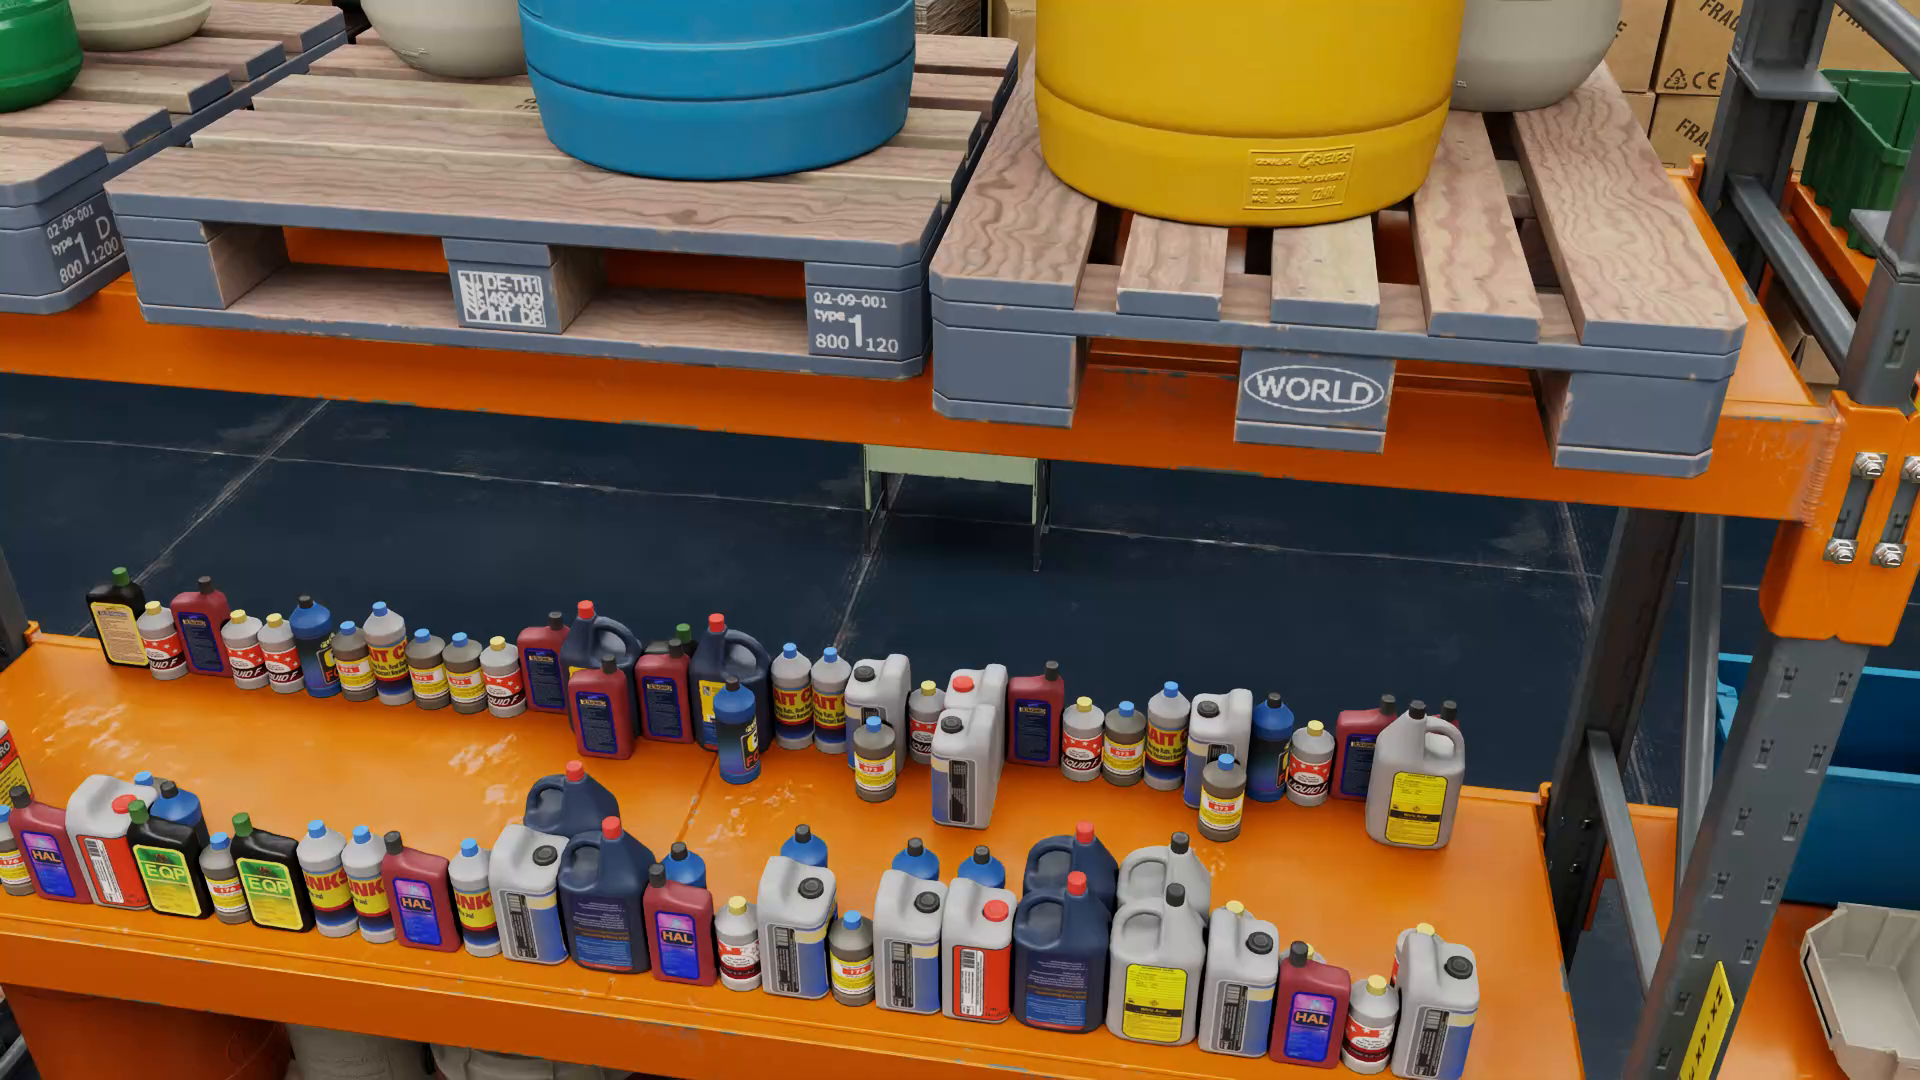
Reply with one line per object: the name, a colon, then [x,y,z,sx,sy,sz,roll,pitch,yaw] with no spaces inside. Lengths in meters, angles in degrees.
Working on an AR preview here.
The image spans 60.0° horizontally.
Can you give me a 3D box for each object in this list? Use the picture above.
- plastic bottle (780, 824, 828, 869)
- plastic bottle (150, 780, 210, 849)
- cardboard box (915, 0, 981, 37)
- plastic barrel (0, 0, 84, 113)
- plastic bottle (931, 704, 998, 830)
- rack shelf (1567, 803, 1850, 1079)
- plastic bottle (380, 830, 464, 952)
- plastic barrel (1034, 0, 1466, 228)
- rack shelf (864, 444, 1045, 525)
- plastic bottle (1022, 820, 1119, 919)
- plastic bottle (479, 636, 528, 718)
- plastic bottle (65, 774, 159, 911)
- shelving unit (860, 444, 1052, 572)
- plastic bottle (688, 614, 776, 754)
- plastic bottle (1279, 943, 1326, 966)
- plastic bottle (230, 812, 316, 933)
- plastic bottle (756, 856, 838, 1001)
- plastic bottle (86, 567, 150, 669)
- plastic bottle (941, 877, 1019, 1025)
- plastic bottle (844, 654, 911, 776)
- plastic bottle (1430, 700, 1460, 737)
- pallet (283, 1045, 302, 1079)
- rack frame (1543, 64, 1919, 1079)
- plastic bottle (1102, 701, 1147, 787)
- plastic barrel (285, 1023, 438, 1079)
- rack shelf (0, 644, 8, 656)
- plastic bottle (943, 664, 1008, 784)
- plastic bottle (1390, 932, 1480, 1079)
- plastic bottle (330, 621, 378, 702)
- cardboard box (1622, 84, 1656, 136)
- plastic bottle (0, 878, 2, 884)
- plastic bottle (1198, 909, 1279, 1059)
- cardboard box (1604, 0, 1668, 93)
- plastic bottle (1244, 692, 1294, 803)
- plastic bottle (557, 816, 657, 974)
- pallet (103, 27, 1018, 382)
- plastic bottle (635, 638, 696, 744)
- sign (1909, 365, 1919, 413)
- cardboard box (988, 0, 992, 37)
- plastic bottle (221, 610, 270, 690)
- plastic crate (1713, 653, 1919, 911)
plastic bottle: [-0.318,0.699,3.428,0.097,0.271,0.097,0,32,0]
plastic bottle: [-1.654,0.627,3.543,0.097,0.271,0.097,0,32,0]
cardboard box: [-0.256,-2.301,7.610,0.500,0.500,0.700,11,34,17]
plastic barrel: [-1.596,-0.838,2.686,0.294,0.245,0.294,0,32,0]
plastic bottle: [0.010,0.496,3.747,0.135,0.276,0.152,5,32,8]
rack shelf: [3.312,1.171,3.230,4.000,0.370,1.077,5,32,8]
plastic bottle: [-1.099,0.715,3.391,0.133,0.283,0.061,5,32,8]
plastic barrel: [0.407,-0.817,2.328,0.600,0.588,0.600,0,32,0]
rack shelf: [-0.007,-0.360,7.026,0.720,0.370,0.431,5,32,8]
plastic bottle: [0.222,0.706,3.342,0.185,0.351,0.144,5,32,8]
plastic bottle: [-1.122,0.329,4.085,0.097,0.201,0.097,0,32,0]
plastic bottle: [-1.774,0.632,3.530,0.135,0.276,0.152,5,32,8]
shelving unit: [-0.007,-0.636,6.853,0.755,1.500,0.431,5,32,8]
plastic bottle: [-0.541,0.331,3.941,0.185,0.351,0.144,5,32,8]
plastic bottle: [0.658,0.866,3.227,0.097,0.201,0.097,0,32,0]
plastic bottle: [-1.422,0.685,3.438,0.133,0.283,0.061,5,32,8]
plastic bottle: [-0.321,0.764,3.320,0.135,0.276,0.152,5,32,8]
plastic bottle: [-2.132,0.193,4.225,0.133,0.283,0.061,5,32,8]
plastic bottle: [0.041,0.796,3.267,0.135,0.276,0.152,5,32,8]
plastic bottle: [-0.193,0.396,3.907,0.135,0.276,0.152,5,32,8]
plastic bottle: [1.051,0.481,3.764,0.133,0.283,0.061,5,32,8]
pallet: [-1.818,1.561,4.557,1.213,0.211,1.003,5,32,8]
rack frame: [1.341,0.688,3.324,0.127,3.000,1.000,5,32,8]
plastic bottle: [0.382,0.465,3.867,0.097,0.201,0.097,0,32,0]
plastic barrel: [-1.545,1.245,4.382,0.421,0.512,0.421,0,32,0]
rack shelf: [-4.574,0.457,4.371,4.000,0.370,1.077,5,32,8]
plastic bottle: [0.036,0.417,3.874,0.135,0.276,0.152,5,32,8]
plastic bottle: [0.898,0.874,3.143,0.135,0.276,0.152,5,32,8]
plastic bottle: [-1.506,0.294,4.140,0.097,0.201,0.097,0,32,0]
cardboard box: [2.634,-1.757,7.136,0.500,0.500,0.500,6,33,9]
plastic bottle: [-2.120,0.617,3.558,0.097,0.271,0.097,0,32,0]
plastic bottle: [0.538,0.841,3.196,0.135,0.276,0.152,5,32,8]
cardboard box: [2.595,-2.180,6.869,0.500,0.500,0.500,6,33,9]
plastic bottle: [0.707,0.465,3.801,0.097,0.271,0.097,0,32,0]
plastic bottle: [-0.706,0.699,3.352,0.185,0.351,0.144,5,32,8]
pallet: [-0.567,-0.622,2.768,1.213,0.211,1.003,5,32,8]
plastic bottle: [-0.702,0.355,3.965,0.133,0.283,0.061,5,32,8]
sign: [1.246,-0.300,2.067,0.005,0.325,0.100,5,32,8]
cardboard box: [0.630,-3.902,12.287,0.750,0.750,0.750,5,32,8]
plastic bottle: [-1.794,0.268,4.182,0.097,0.201,0.097,0,32,0]
plastic crate: [1.858,0.532,3.531,0.575,0.384,0.392,5,32,8]
